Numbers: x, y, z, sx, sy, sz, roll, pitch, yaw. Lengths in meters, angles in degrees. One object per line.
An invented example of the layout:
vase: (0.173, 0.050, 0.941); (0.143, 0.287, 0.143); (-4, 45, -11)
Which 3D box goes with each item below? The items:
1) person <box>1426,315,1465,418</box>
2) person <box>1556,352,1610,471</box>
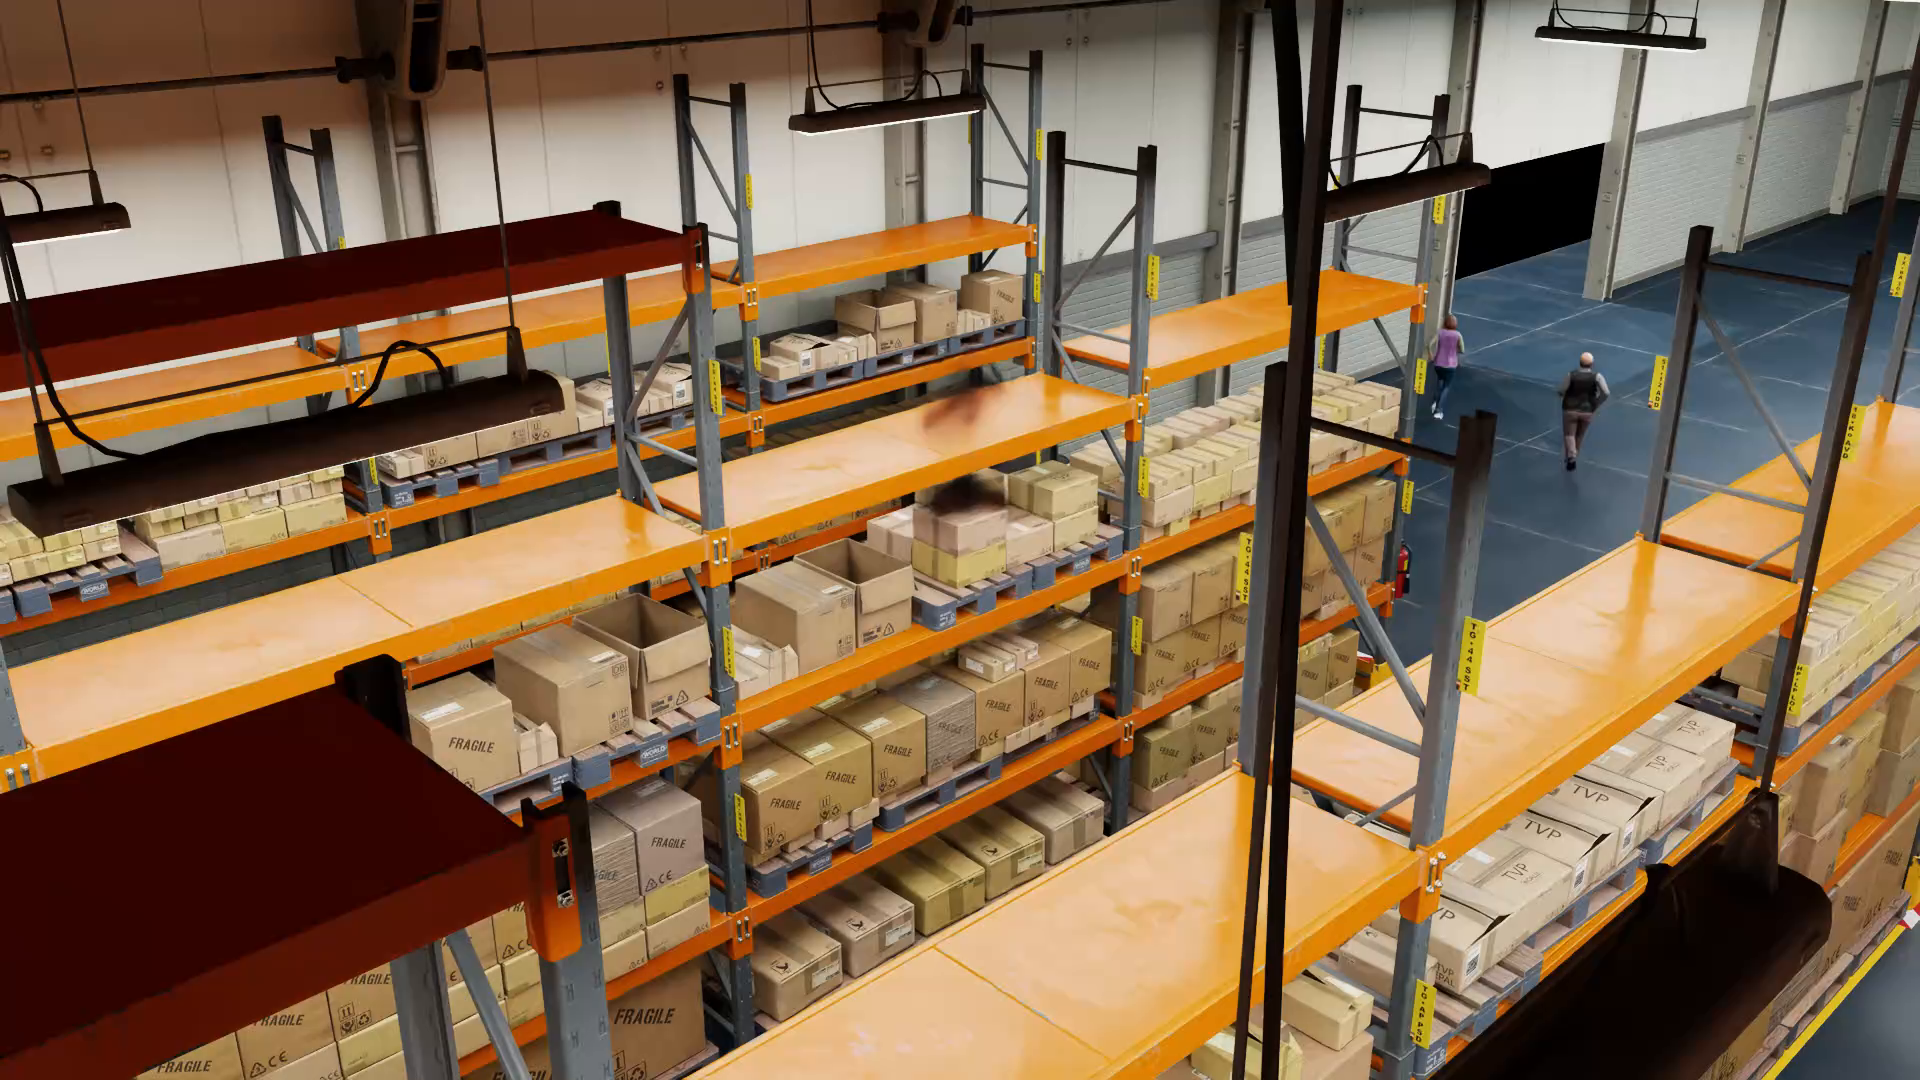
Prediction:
person: (7.311, -2.605, 25.086); (0.507, 1.607, 0.682); (13, 26, 29)
person: (8.485, -1.730, 22.810); (0.663, 1.727, 0.928); (4, 23, 11)
